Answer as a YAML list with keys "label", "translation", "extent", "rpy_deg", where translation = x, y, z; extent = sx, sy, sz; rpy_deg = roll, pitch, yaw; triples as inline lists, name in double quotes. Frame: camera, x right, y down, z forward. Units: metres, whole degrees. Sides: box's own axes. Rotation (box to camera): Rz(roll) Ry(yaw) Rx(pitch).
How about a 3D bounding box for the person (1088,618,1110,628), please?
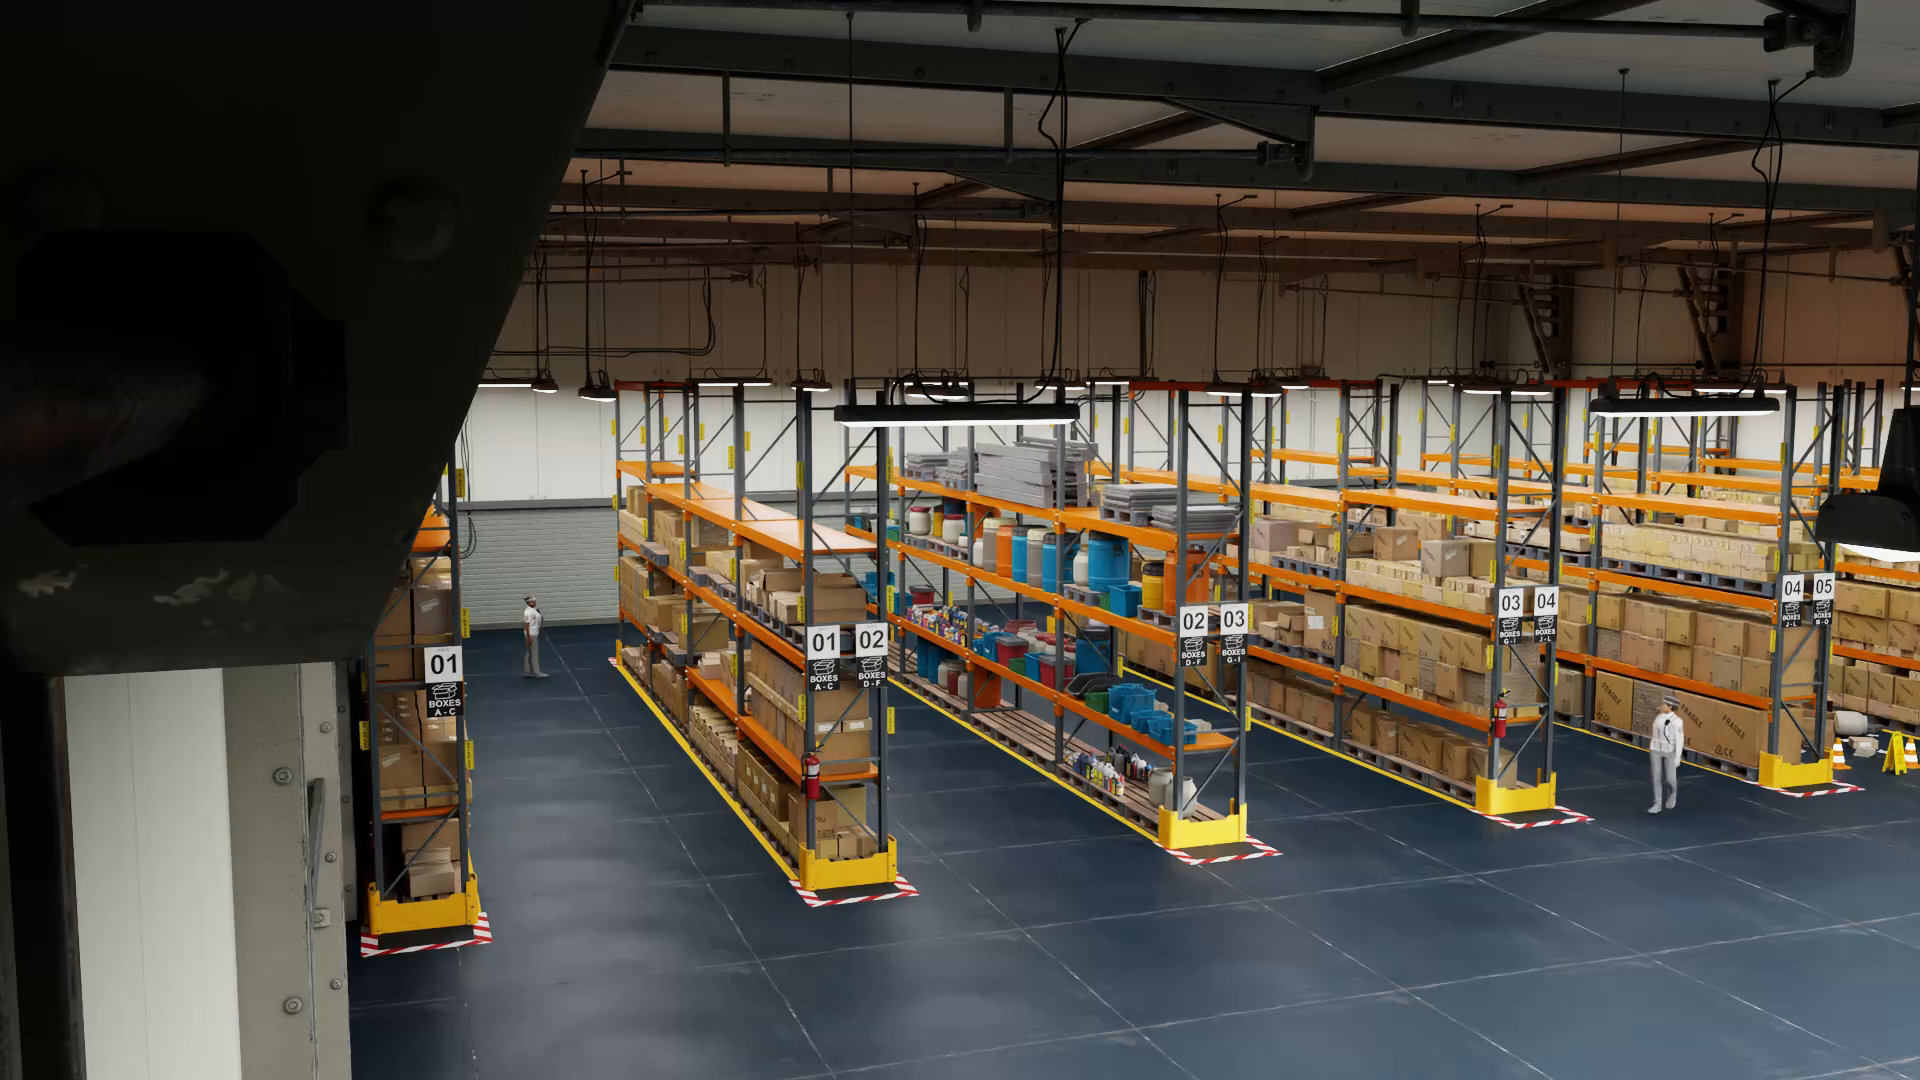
- label: "person"
  translation: [2.779, 2.037, 33.152]
  extent: [0.467, 1.584, 0.946]
  rpy_deg: [-1, 6, -12]

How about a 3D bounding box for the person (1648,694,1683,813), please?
- label: "person"
  translation: [9.955, 3.004, 23.436]
  extent: [0.465, 1.682, 0.462]
  rpy_deg: [4, 7, 32]

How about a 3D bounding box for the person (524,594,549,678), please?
- label: "person"
  translation: [-8.604, 1.934, 33.697]
  extent: [0.502, 1.689, 0.469]
  rpy_deg: [-1, 6, -9]
